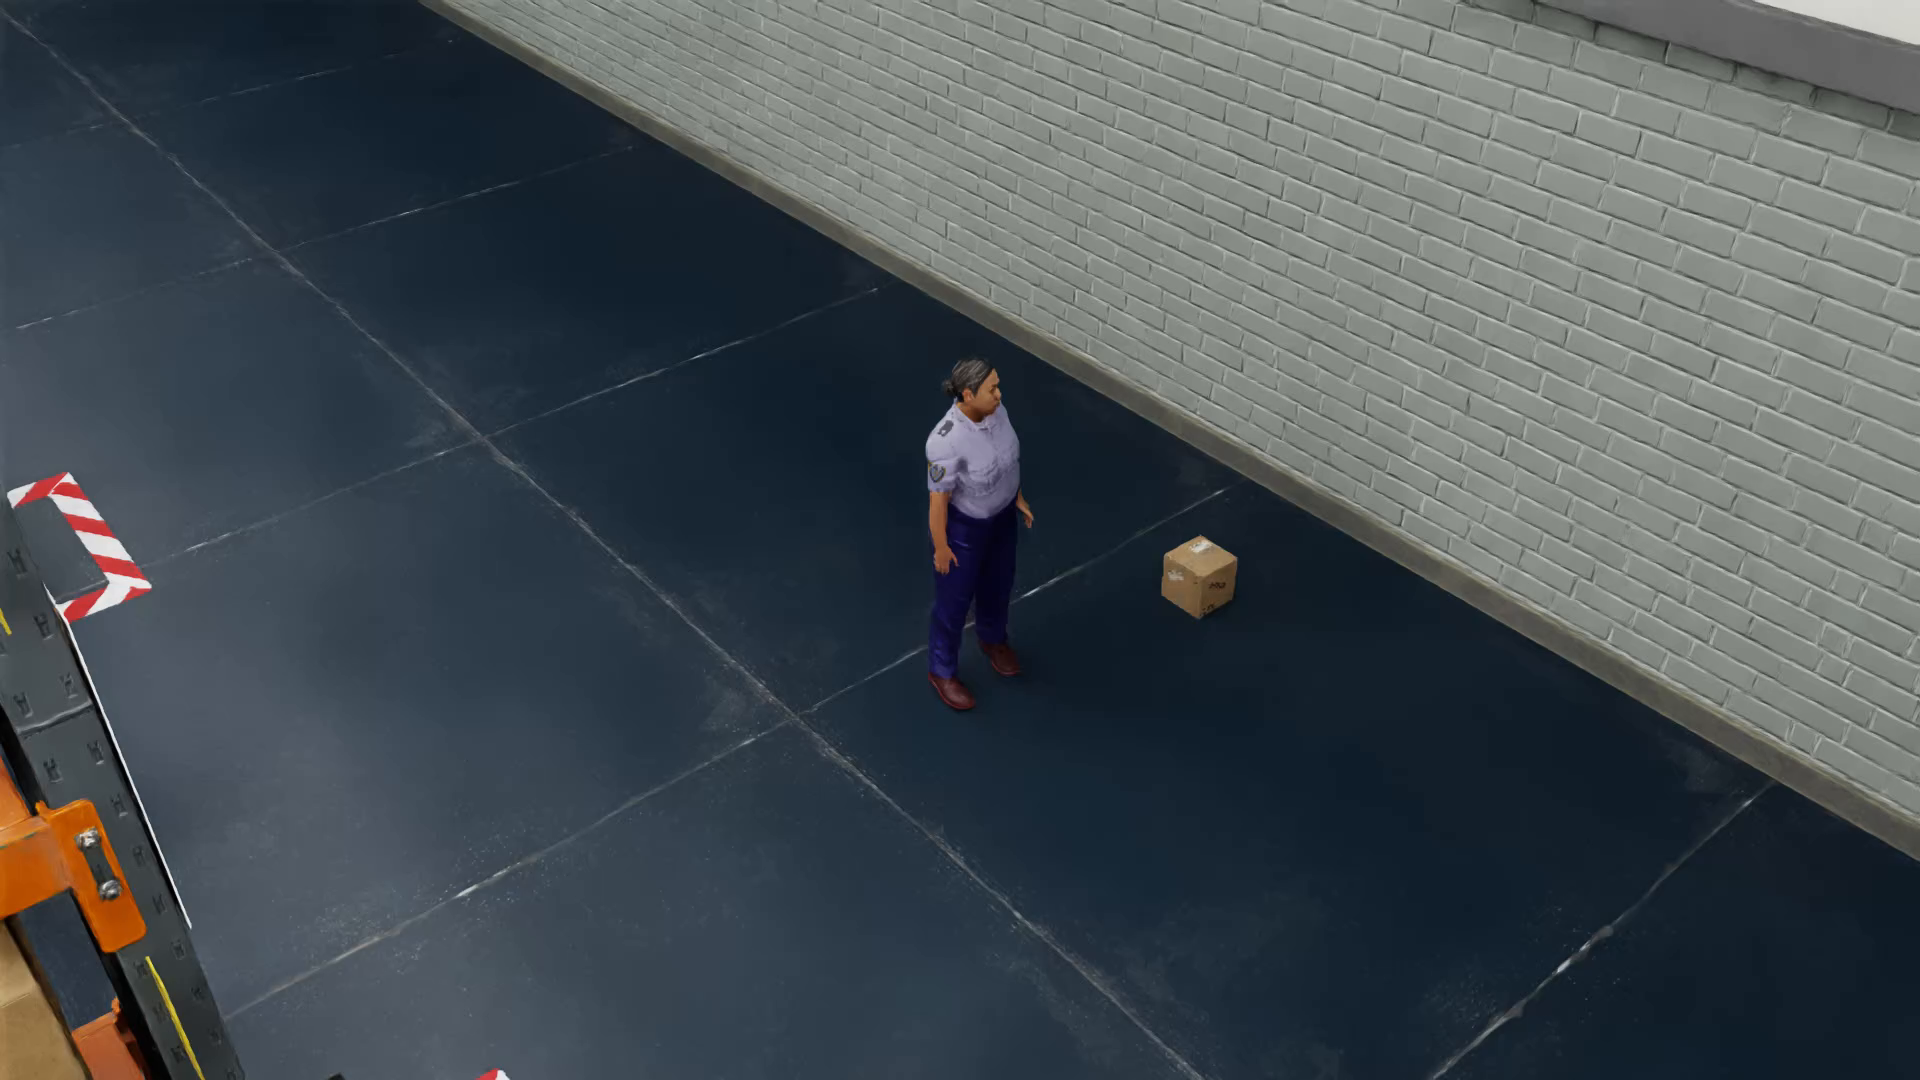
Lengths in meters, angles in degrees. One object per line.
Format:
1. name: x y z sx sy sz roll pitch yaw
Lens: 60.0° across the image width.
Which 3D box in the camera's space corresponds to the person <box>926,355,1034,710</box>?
1. person: 0.066 -0.066 7.144 0.368 1.658 0.528 24 43 29
